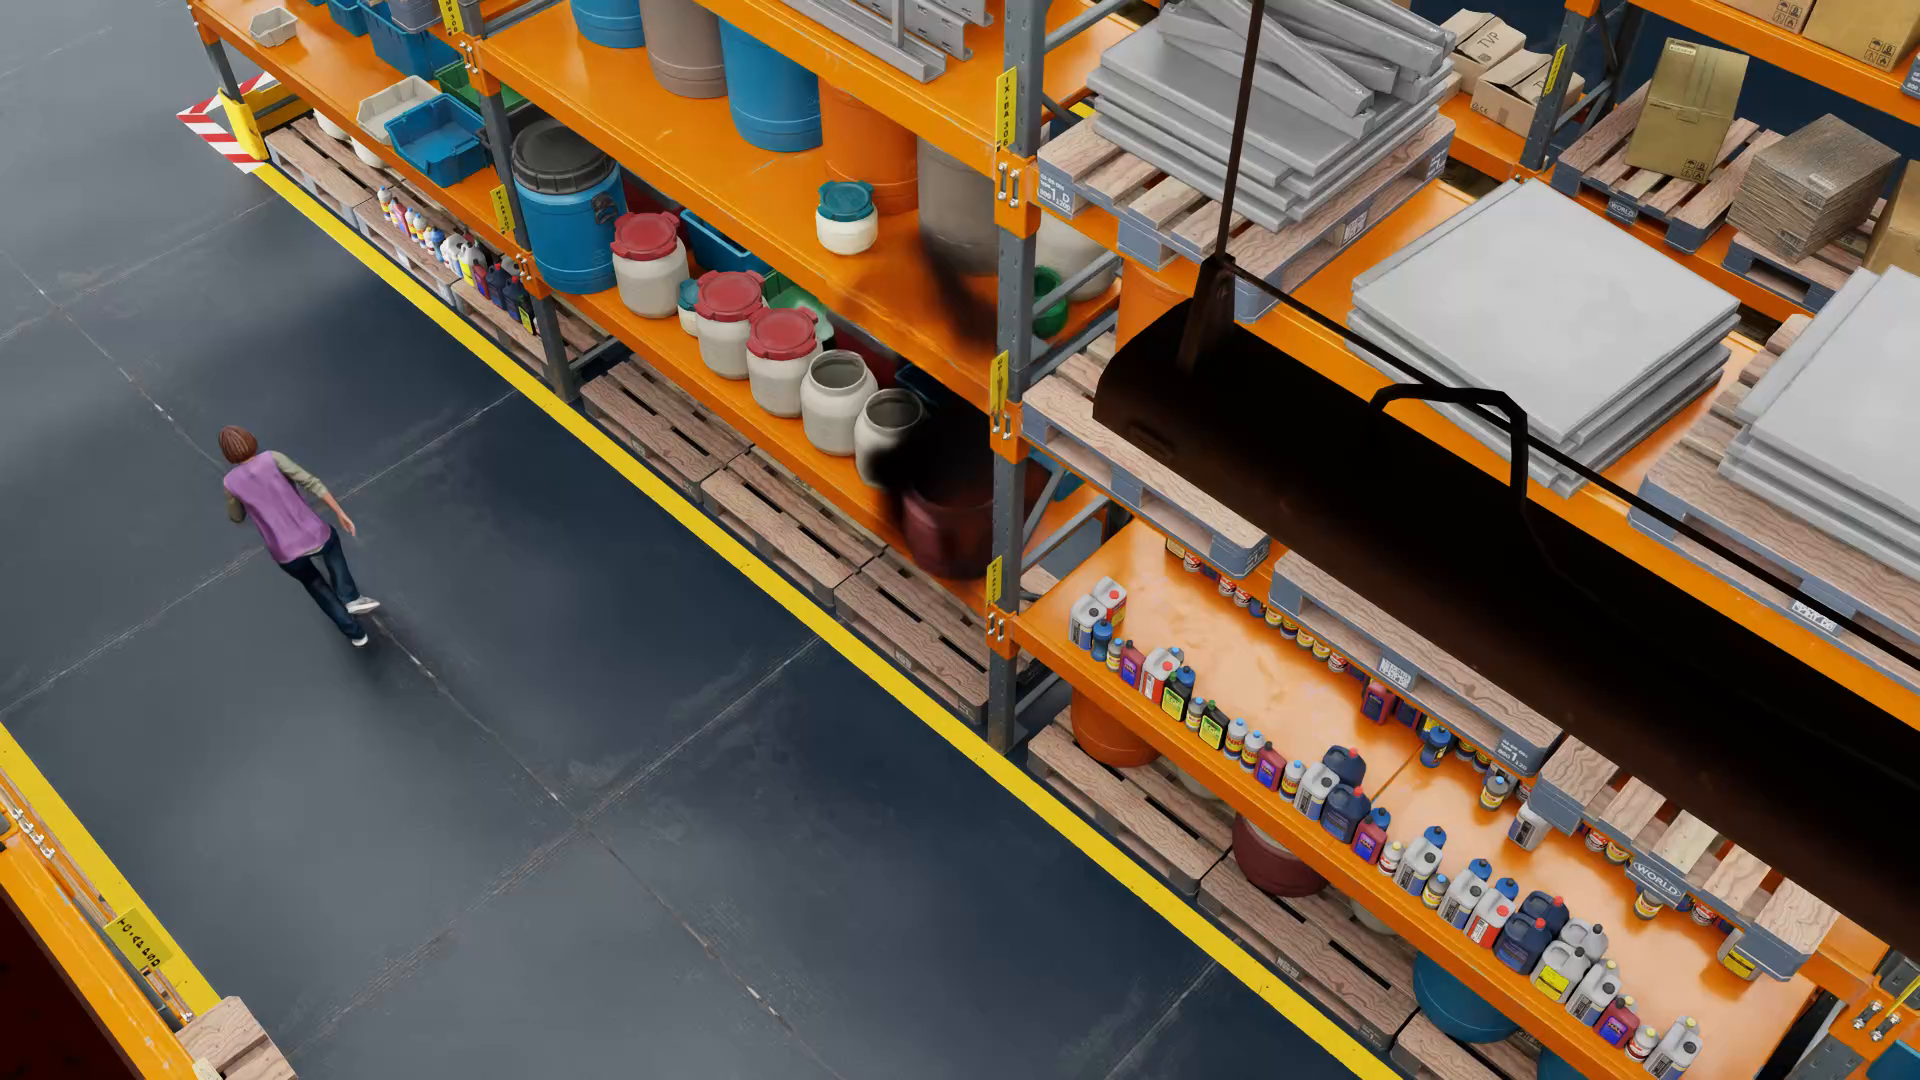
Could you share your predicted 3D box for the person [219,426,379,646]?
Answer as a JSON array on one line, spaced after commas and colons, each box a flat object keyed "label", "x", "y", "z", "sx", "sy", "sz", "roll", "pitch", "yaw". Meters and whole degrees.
[{"label": "person", "x": -3.813, "y": -0.049, "z": 9.531, "sx": 0.559, "sy": 1.356, "sz": 0.907, "roll": -27, "pitch": 55, "yaw": -21}]
